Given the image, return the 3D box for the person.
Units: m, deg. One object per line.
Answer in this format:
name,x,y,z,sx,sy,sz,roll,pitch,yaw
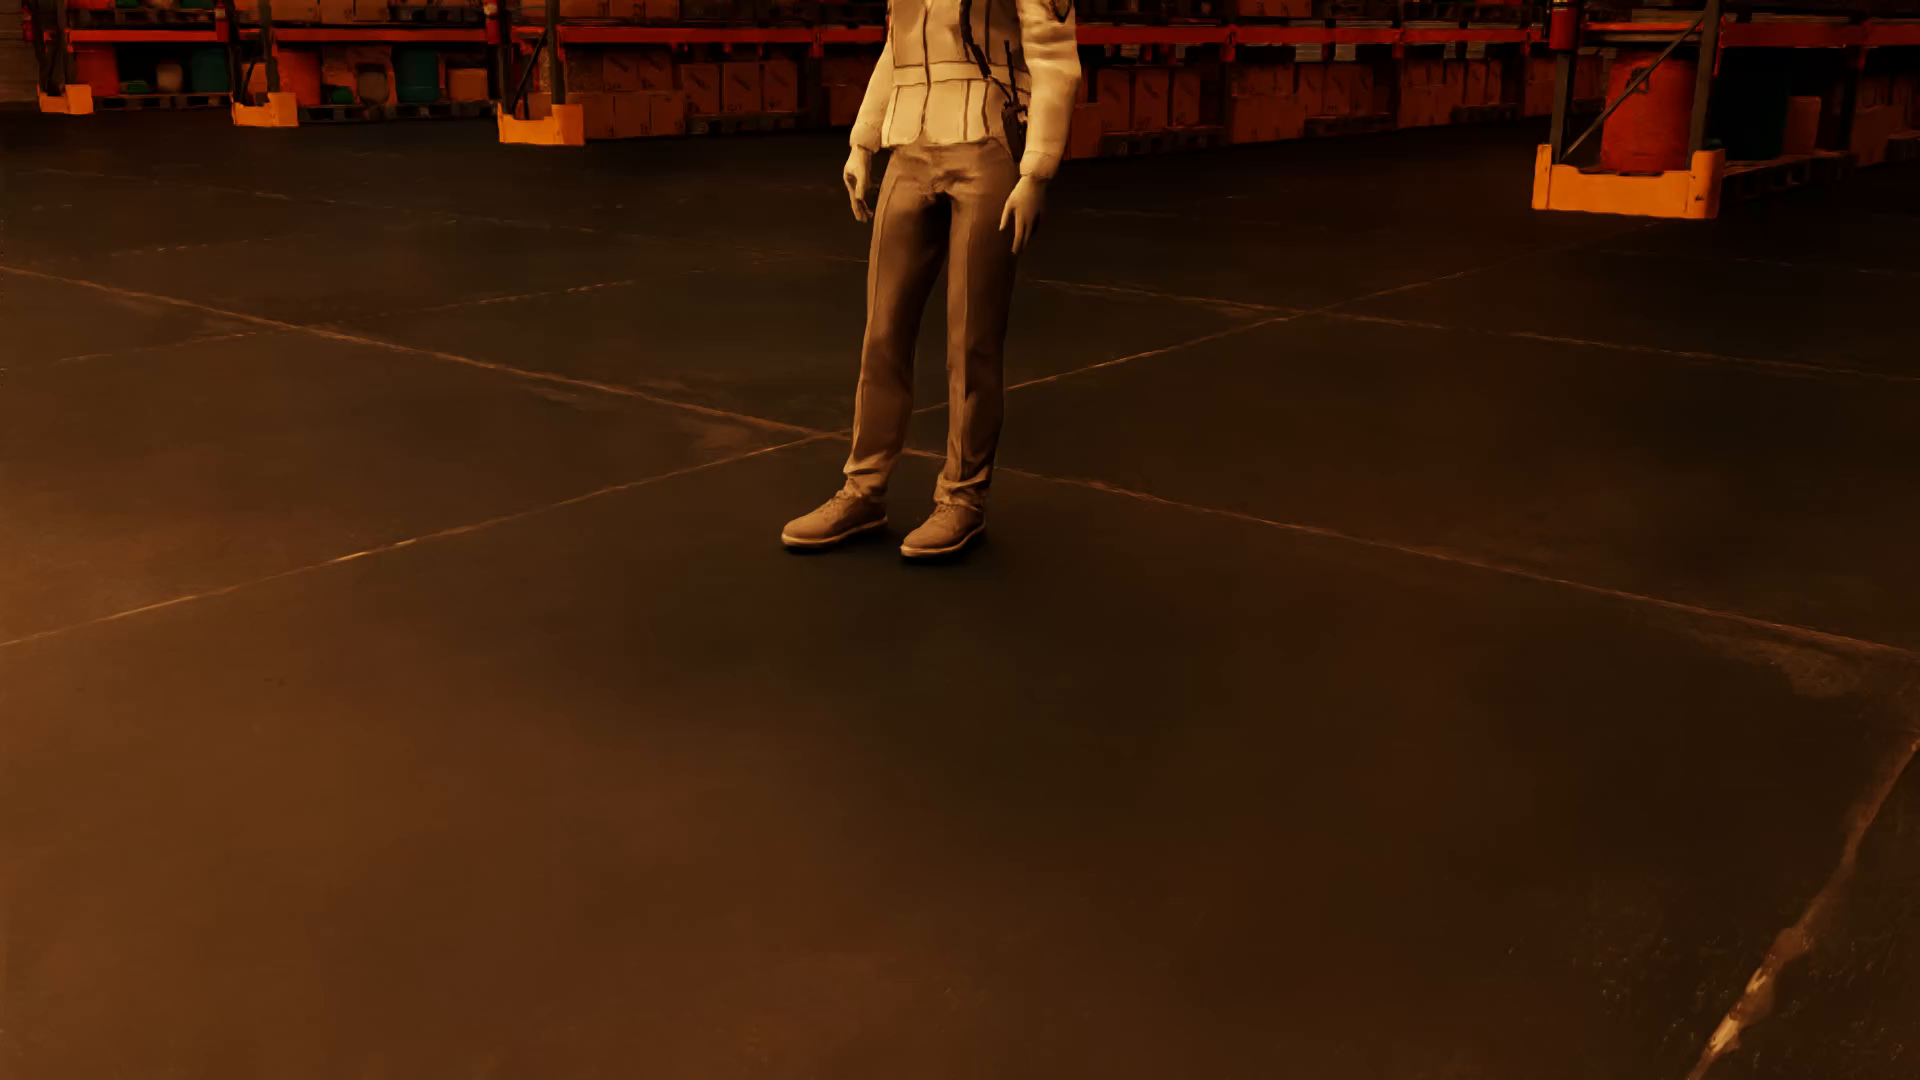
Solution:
person,-0.048,-0.804,3.648,0.586,1.695,0.532,13,21,37
